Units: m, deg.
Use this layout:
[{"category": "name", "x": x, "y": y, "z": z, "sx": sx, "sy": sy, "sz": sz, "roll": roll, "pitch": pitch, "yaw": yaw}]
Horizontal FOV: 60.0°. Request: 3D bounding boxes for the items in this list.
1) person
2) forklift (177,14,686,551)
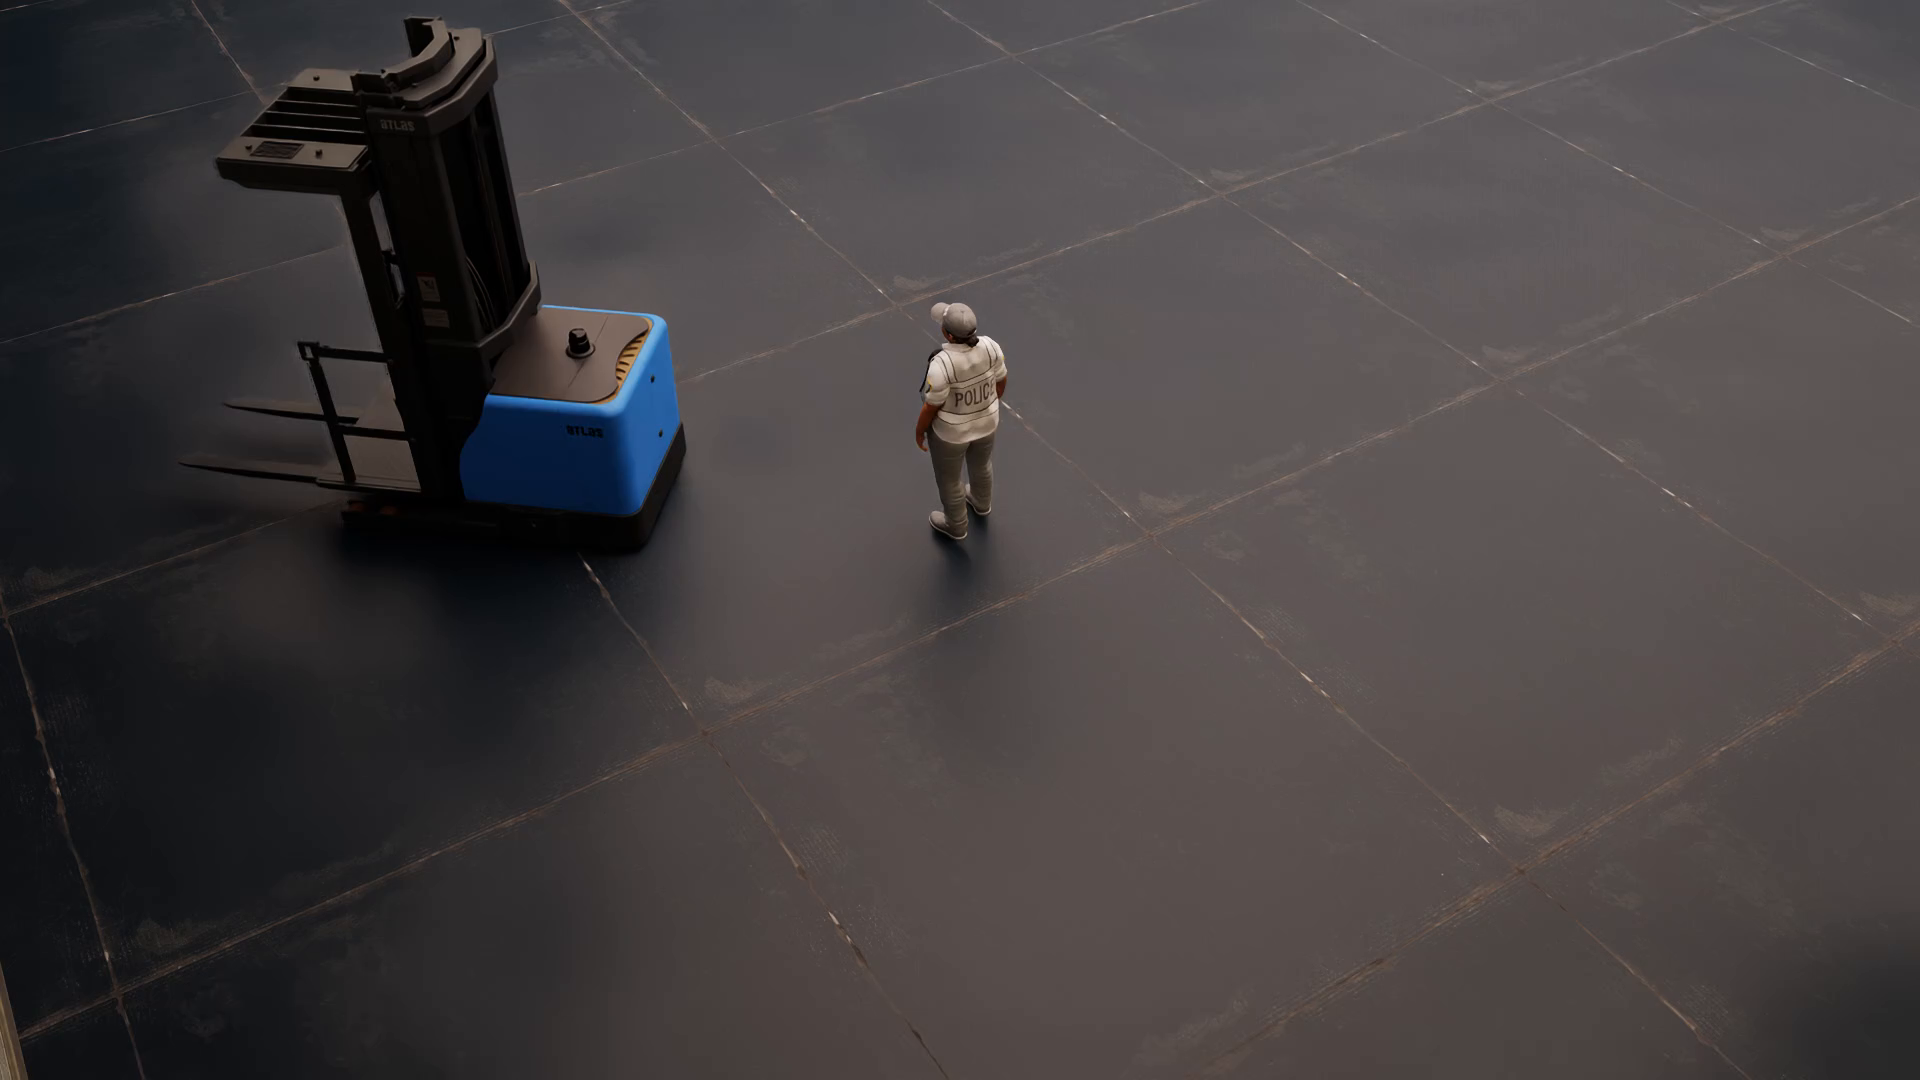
[{"category": "person", "x": -0.022, "y": -0.714, "z": 9.576, "sx": 0.598, "sy": 1.670, "sz": 0.528, "roll": -23, "pitch": 46, "yaw": -24}, {"category": "forklift", "x": -3.313, "y": -1.486, "z": 9.572, "sx": 3.031, "sy": 2.935, "sz": 1.130, "roll": 6, "pitch": 41, "yaw": 7}]
